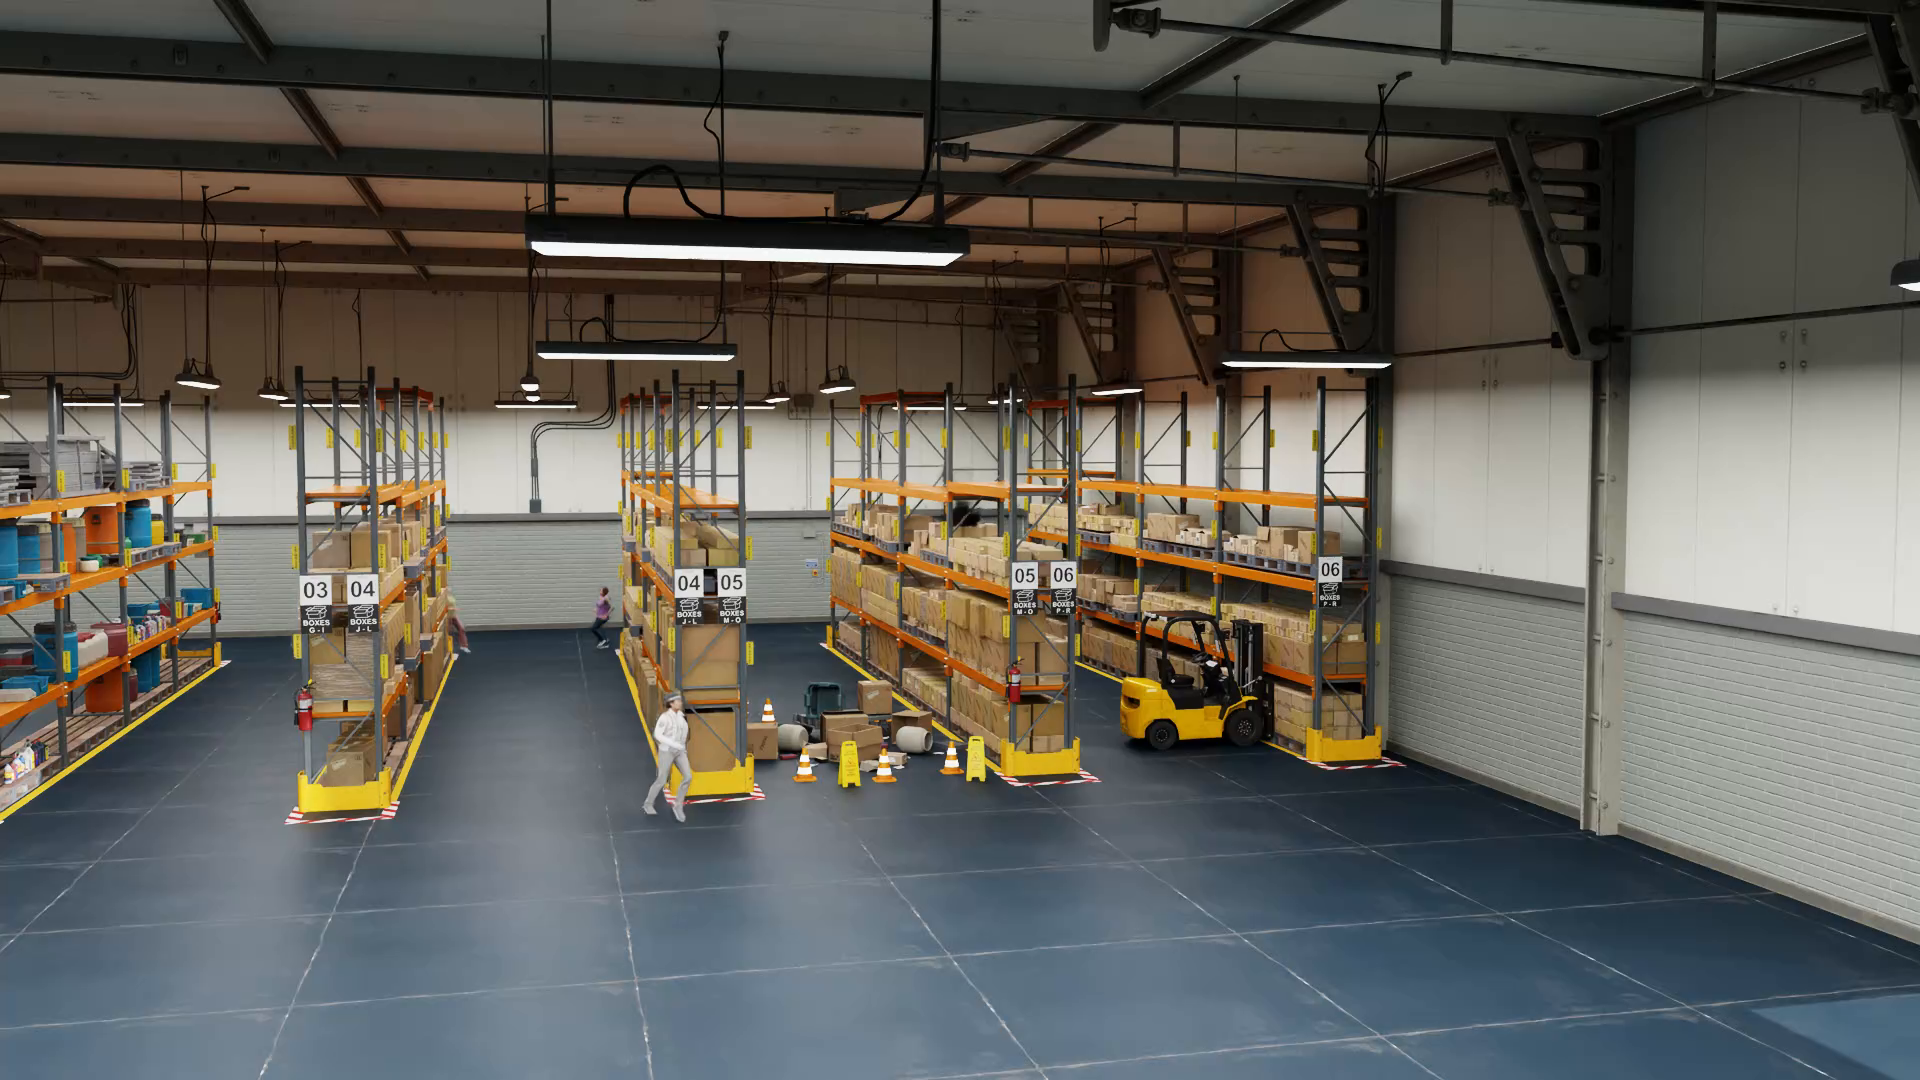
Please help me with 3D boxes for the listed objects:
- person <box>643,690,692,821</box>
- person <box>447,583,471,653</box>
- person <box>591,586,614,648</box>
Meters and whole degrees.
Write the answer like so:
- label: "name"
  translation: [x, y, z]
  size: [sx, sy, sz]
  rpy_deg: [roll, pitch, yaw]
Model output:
- label: "person"
  translation: [-3.844, 2.850, 22.147]
  size: [0.675, 1.708, 0.661]
  rpy_deg: [3, 4, 37]
- label: "person"
  translation: [-11.967, 1.835, 39.044]
  size: [0.888, 1.664, 0.579]
  rpy_deg: [1, 3, 12]
- label: "person"
  translation: [-8.592, 1.862, 39.827]
  size: [0.515, 1.528, 0.633]
  rpy_deg: [-2, 4, -35]
